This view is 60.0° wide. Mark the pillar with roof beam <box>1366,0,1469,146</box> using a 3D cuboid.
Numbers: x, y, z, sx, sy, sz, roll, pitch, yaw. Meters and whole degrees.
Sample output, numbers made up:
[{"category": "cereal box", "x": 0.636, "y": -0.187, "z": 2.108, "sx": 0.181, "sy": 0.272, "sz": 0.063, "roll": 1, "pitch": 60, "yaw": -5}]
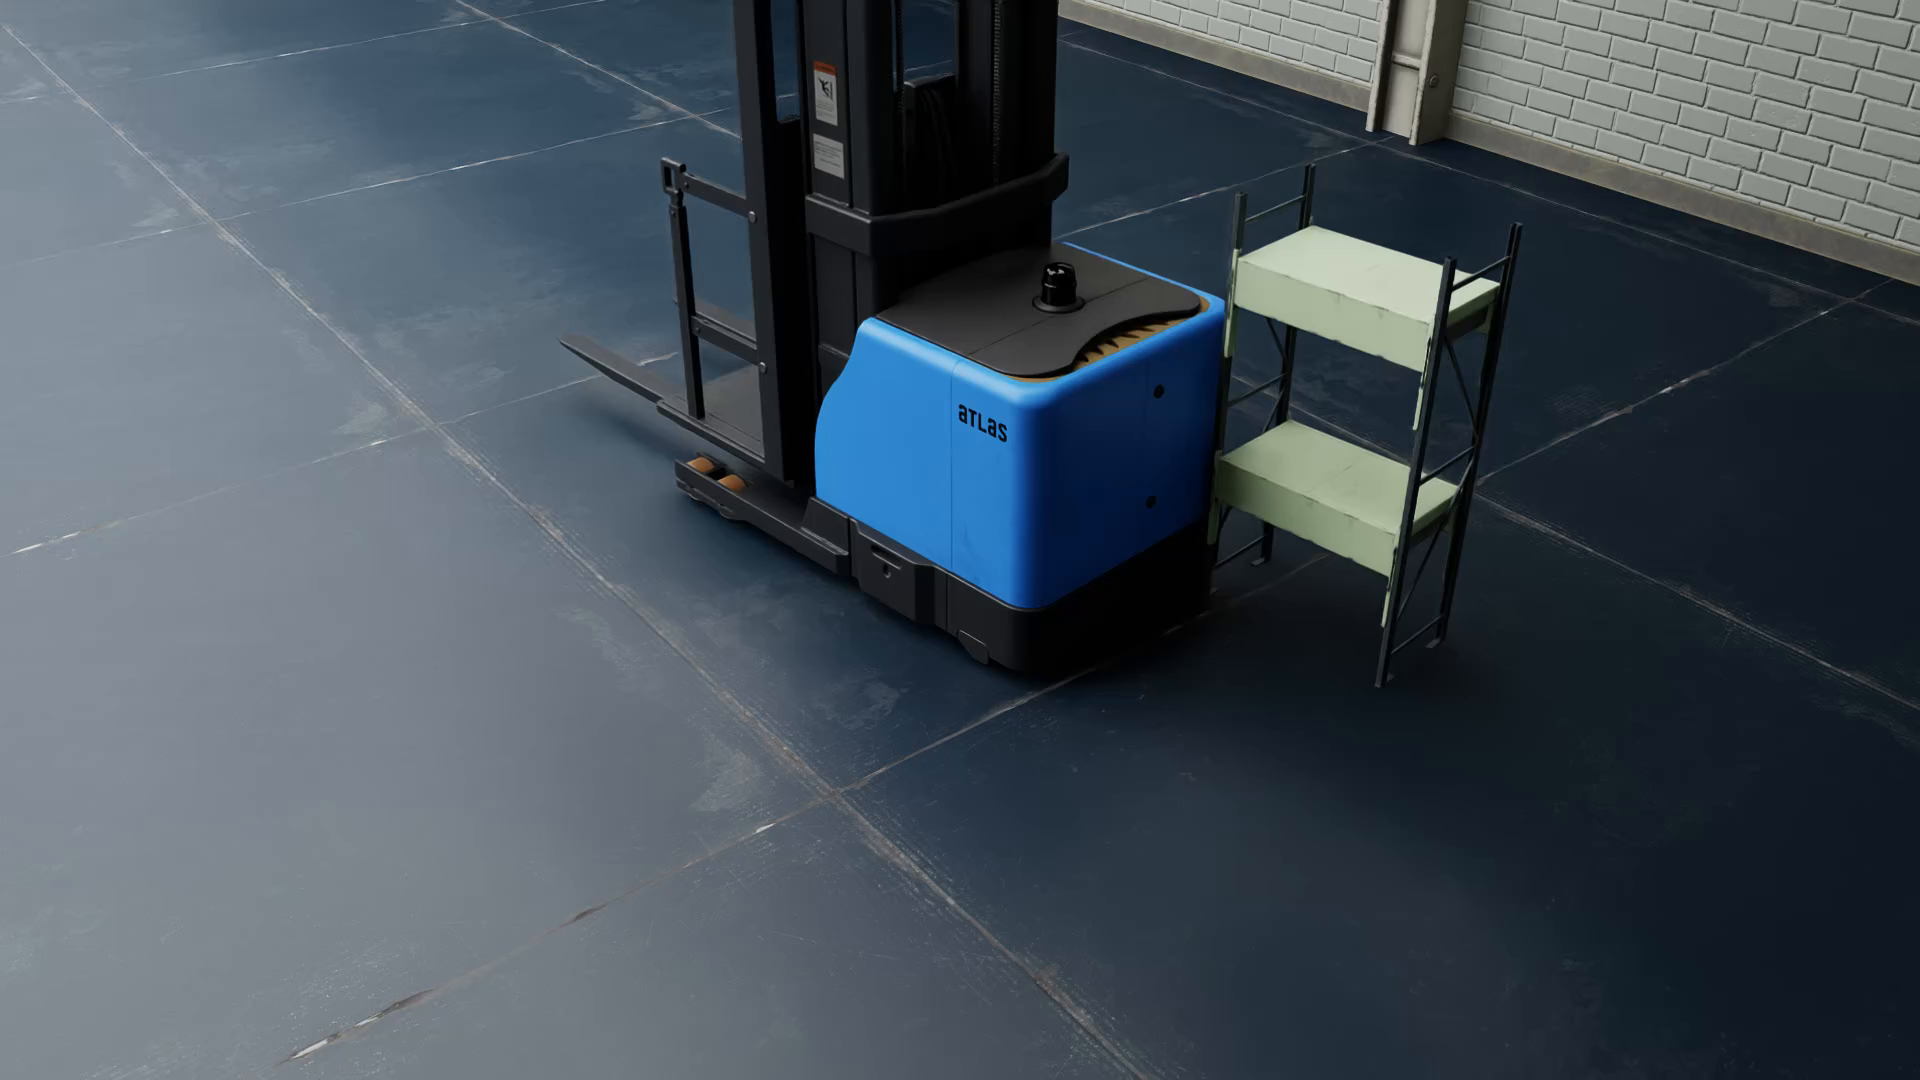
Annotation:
[{"category": "pillar with roof beam", "x": -0.631, "y": -4.958, "z": 5.704, "sx": 9.100, "sy": 9.000, "sz": 0.400, "roll": -22, "pitch": 38, "yaw": -31}]

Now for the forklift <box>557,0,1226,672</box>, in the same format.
[{"category": "forklift", "x": -0.462, "y": -1.494, "z": 5.878, "sx": 1.130, "sy": 2.935, "sz": 3.031, "roll": -27, "pitch": 41, "yaw": -36}]

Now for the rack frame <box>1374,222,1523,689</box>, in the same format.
[{"category": "rack frame", "x": 1.513, "y": -0.225, "z": 5.191, "sx": 0.400, "sy": 1.500, "sz": 0.023, "roll": -28, "pitch": 41, "yaw": -37}]

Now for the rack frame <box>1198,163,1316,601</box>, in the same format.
[{"category": "rack frame", "x": 0.998, "y": -0.499, "z": 5.633, "sx": 0.400, "sy": 1.500, "sz": 0.023, "roll": -28, "pitch": 41, "yaw": -37}]

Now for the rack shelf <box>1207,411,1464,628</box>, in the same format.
[{"category": "rack shelf", "x": 1.256, "y": -0.085, "z": 5.584, "sx": 0.431, "sy": 0.370, "sz": 0.720, "roll": -28, "pitch": 41, "yaw": -37}]

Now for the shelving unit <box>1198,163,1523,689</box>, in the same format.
[{"category": "shelving unit", "x": 1.256, "y": -0.362, "z": 5.412, "sx": 0.431, "sy": 1.500, "sz": 0.755, "roll": -28, "pitch": 41, "yaw": -37}]

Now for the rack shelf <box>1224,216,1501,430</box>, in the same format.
[{"category": "rack shelf", "x": 1.256, "y": -0.694, "z": 5.206, "sx": 0.431, "sy": 0.370, "sz": 0.720, "roll": -28, "pitch": 41, "yaw": -37}]
